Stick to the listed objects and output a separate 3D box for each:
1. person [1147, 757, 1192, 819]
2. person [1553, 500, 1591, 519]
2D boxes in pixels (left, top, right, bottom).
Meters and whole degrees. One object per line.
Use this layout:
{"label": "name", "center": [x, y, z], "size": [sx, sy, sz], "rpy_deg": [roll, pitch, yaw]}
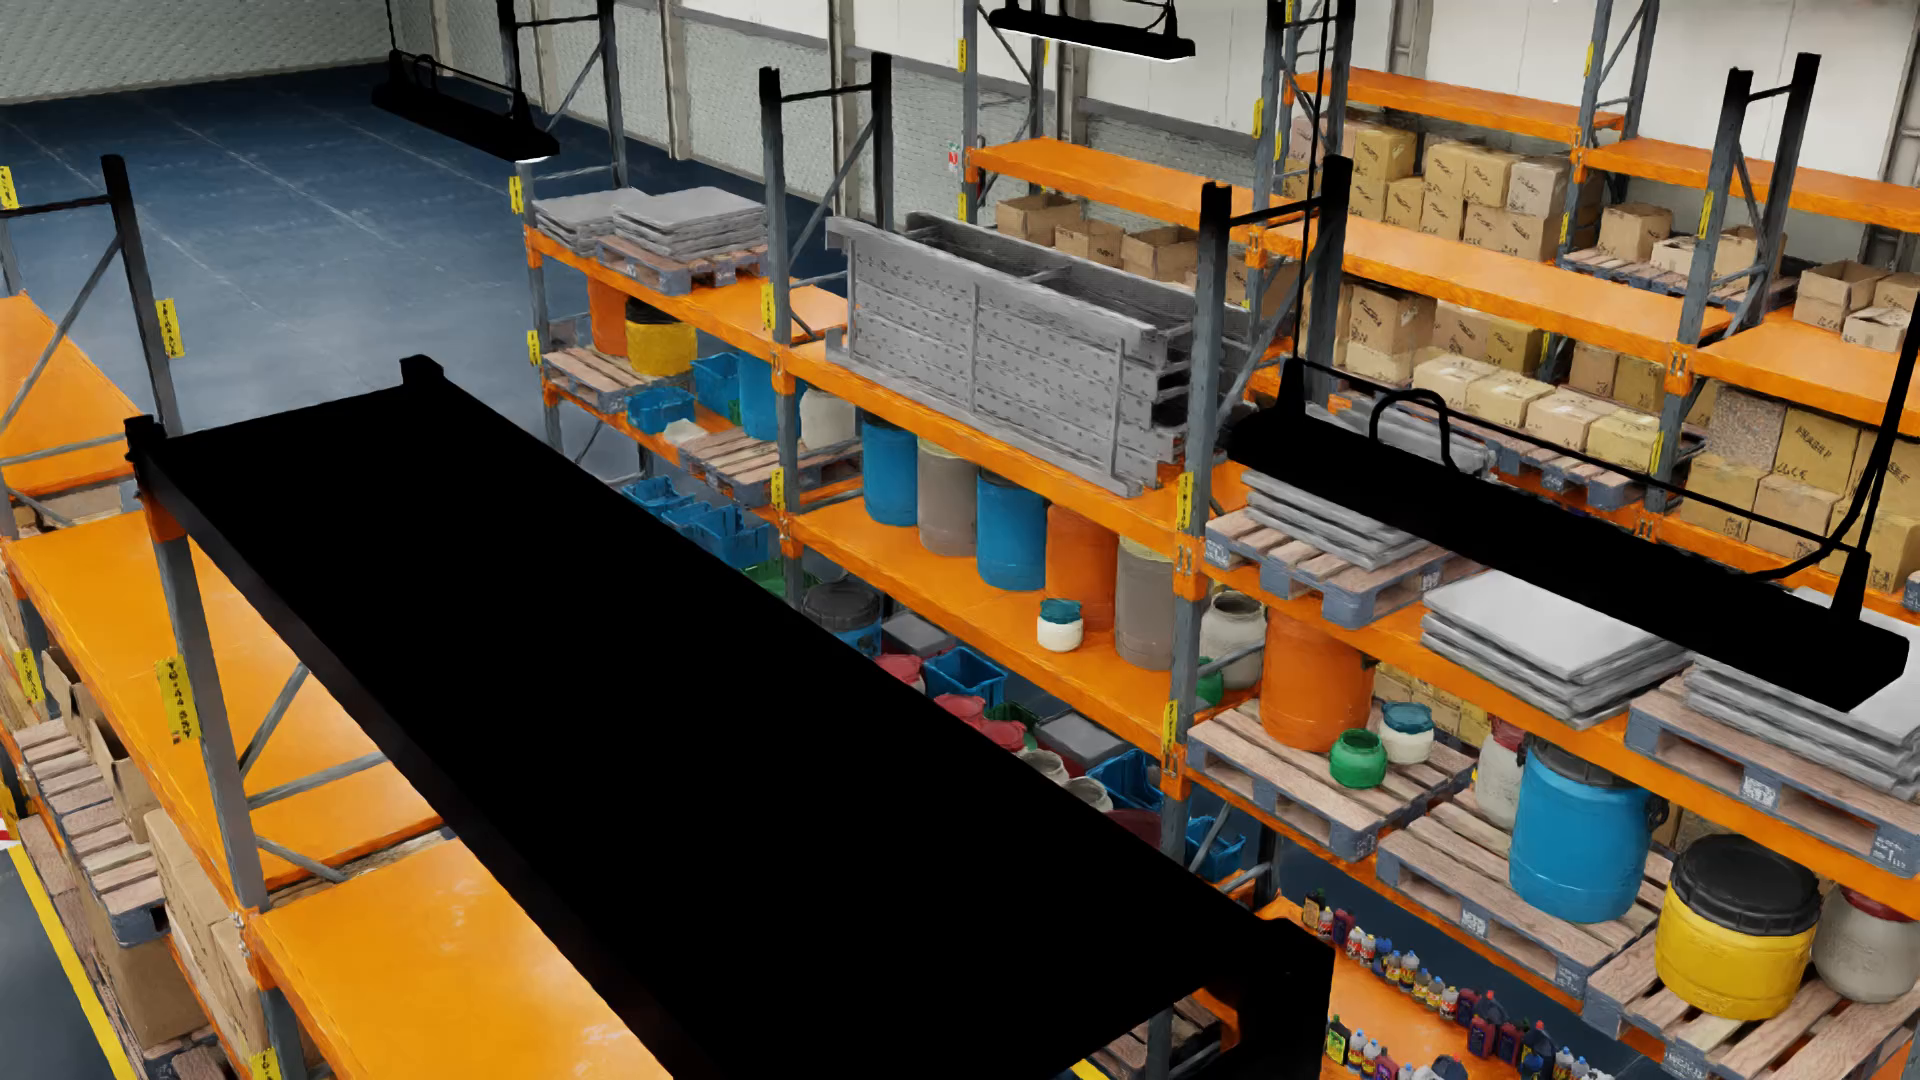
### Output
{"label": "person", "center": [1.509, 2.164, 11.949], "size": [0.473, 1.587, 0.600], "rpy_deg": [-22, 33, -37]}
{"label": "person", "center": [6.322, -0.280, 17.006], "size": [0.664, 1.613, 0.607], "rpy_deg": [22, 33, 37]}
